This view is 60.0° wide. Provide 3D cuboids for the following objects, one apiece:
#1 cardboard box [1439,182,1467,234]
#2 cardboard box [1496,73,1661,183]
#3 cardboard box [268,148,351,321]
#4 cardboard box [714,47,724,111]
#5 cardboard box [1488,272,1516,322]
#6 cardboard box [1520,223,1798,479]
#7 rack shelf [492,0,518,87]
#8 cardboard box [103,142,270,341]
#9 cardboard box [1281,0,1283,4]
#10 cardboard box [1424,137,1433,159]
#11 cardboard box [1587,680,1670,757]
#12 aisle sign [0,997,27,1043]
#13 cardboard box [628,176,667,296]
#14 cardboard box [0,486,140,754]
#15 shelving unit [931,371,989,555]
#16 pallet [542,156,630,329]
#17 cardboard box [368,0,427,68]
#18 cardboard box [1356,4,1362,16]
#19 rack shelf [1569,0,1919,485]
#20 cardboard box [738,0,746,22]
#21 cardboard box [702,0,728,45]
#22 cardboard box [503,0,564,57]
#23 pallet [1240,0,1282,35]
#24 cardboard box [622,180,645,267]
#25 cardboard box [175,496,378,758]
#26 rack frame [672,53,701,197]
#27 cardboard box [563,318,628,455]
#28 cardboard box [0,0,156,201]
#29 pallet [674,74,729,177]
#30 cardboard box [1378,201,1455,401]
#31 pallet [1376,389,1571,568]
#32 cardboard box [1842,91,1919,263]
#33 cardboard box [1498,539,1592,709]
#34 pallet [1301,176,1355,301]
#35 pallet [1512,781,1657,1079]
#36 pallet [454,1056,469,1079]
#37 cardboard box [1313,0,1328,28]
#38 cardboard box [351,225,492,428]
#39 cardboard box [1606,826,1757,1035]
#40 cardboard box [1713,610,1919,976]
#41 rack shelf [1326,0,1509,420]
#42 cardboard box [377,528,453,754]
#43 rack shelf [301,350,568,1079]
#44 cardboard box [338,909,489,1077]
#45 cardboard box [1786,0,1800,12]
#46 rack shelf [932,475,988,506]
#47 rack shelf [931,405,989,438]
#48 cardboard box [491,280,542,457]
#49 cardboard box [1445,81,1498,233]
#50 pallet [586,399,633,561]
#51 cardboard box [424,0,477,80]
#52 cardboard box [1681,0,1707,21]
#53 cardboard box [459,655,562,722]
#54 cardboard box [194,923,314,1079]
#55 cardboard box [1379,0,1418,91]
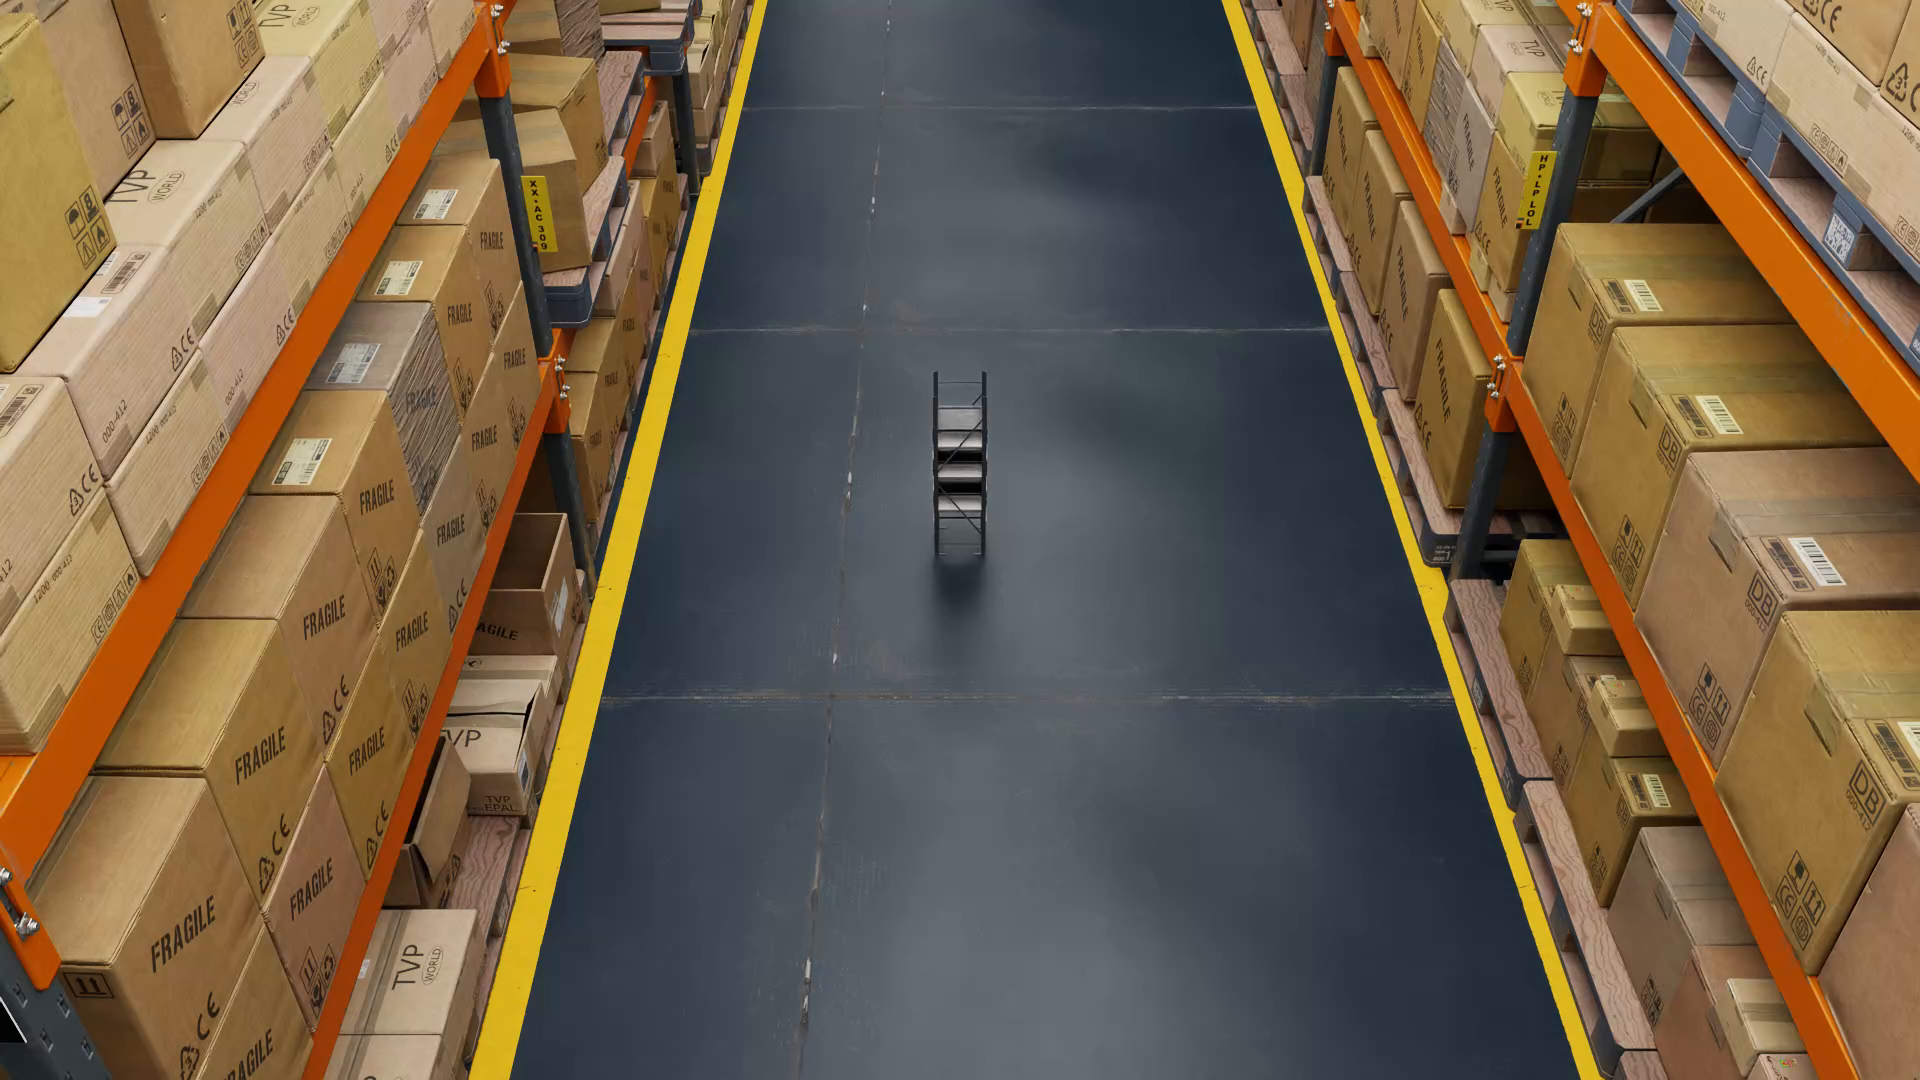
[{"bbox_3d":[2.446,-1.539,7.702,0.380,0.149,0.250,0,39,0],"label":"cardboard box"},{"bbox_3d":[2.511,-1.680,6.760,0.500,0.250,0.500,1,39,1],"label":"cardboard box"},{"bbox_3d":[-1.925,-0.797,4.312,0.500,0.250,0.500,0,39,0],"label":"cardboard box"},{"bbox_3d":[-1.899,-3.161,11.404,0.500,0.250,0.500,-1,39,-1],"label":"cardboard box"},{"bbox_3d":[2.484,-1.054,7.096,0.380,0.149,0.250,0,39,0],"label":"cardboard box"},{"bbox_3d":[2.752,-0.710,6.243,0.980,0.700,0.700,1,39,1],"label":"cardboard box"},{"bbox_3d":[-2.189,-3.067,7.601,1.077,0.370,4.000,0,39,0],"label":"rack shelf"},{"bbox_3d":[-1.923,-0.679,3.766,0.500,0.250,0.500,0,39,0],"label":"cardboard box"},{"bbox_3d":[2.826,-4.348,12.670,0.700,0.500,0.500,-1,39,-1],"label":"cardboard box"},{"bbox_3d":[2.537,-2.014,8.295,0.380,0.149,0.250,1,39,1],"label":"cardboard box"},{"bbox_3d":[2.484,0.634,5.950,0.380,0.149,0.250,-1,39,-1],"label":"cardboard box"},{"bbox_3d":[-1.888,0.603,2.766,0.394,0.787,0.004,0,39,0],"label":"aisle sign"},{"bbox_3d":[-1.955,-1.716,9.385,0.500,0.500,0.500,-1,39,-2],"label":"cardboard box"},{"bbox_3d":[-1.928,0.141,3.142,0.500,0.250,0.500,0,39,0],"label":"cardboard box"},{"bbox_3d":[0.000,-0.346,7.708,0.258,0.900,0.210,0,39,0],"label":"shelving unit"},{"bbox_3d":[-2.078,-1.352,7.437,1.003,0.211,1.213,0,39,0],"label":"pallet"},{"bbox_3d":[-1.917,-1.617,4.936,0.500,0.250,0.500,0,39,0],"label":"cardboard box"},{"bbox_3d":[2.531,-3.138,9.697,0.380,0.149,0.250,-1,39,-1],"label":"cardboard box"},{"bbox_3d":[2.770,-0.572,4.487,1.077,0.370,4.000,0,39,0],"label":"rack shelf"},{"bbox_3d":[-1.905,-4.125,12.607,0.500,0.250,0.500,1,39,1],"label":"cardboard box"},{"bbox_3d":[-1.905,-3.713,11.645,0.500,0.311,0.500,-1,39,-1],"label":"cardboard box"},{"bbox_3d":[-2.250,-2.234,7.969,0.700,0.500,0.500,-9,40,-11],"label":"cardboard box"},{"bbox_3d":[2.760,-4.360,13.268,1.003,0.211,1.213,0,39,0],"label":"pallet"},{"bbox_3d":[-1.945,-1.657,8.712,0.500,0.250,0.500,-1,39,-1],"label":"cardboard box"},{"bbox_3d":[-1.922,0.228,4.433,0.500,0.500,0.500,0,39,1],"label":"cardboard box"},{"bbox_3d":[-2.191,-3.428,9.875,1.000,3.000,0.127,0,39,0],"label":"rack frame"},{"bbox_3d":[-1.955,-0.759,8.191,0.500,0.500,0.500,0,39,1],"label":"cardboard box"},{"bbox_3d":[-2.222,-0.972,3.531,0.700,0.500,0.500,0,39,0],"label":"cardboard box"},{"bbox_3d":[-2.153,-2.855,11.389,1.003,0.211,1.213,0,39,0],"label":"pallet"},{"bbox_3d":[2.633,-1.220,8.502,0.750,0.750,0.750,1,39,1],"label":"cardboard box"},{"bbox_3d":[2.691,-0.327,8.235,1.003,0.211,1.213,0,39,0],"label":"pallet"},{"bbox_3d":[2.498,-0.855,3.969,0.500,0.250,0.500,-1,39,-1],"label":"cardboard box"},{"bbox_3d":[2.666,0.347,6.827,0.700,0.500,0.500,0,39,1],"label":"cardboard box"},{"bbox_3d":[2.688,-1.853,10.139,1.003,0.211,1.213,0,39,0],"label":"pallet"},{"bbox_3d":[2.694,1.396,6.085,1.003,0.211,1.213,0,39,0],"label":"pallet"},{"bbox_3d":[-2.184,2.117,5.185,1.003,0.211,1.213,0,39,0],"label":"pallet"},{"bbox_3d":[2.825,-3.403,11.490,0.700,0.500,0.500,0,39,0],"label":"cardboard box"},{"bbox_3d":[-1.924,-0.719,5.615,0.500,0.500,0.500,-1,39,-1],"label":"cardboard box"},{"bbox_3d":[2.669,1.315,5.619,0.700,0.500,0.500,-1,39,-2],"label":"cardboard box"},{"bbox_3d":[2.749,0.678,4.511,0.980,0.700,0.700,0,39,0],"label":"cardboard box"},{"bbox_3d":[2.765,-1.903,8.546,1.077,0.370,4.000,0,39,0],"label":"rack shelf"},{"bbox_3d":[-1.921,0.309,5.131,0.500,0.500,0.500,0,39,1],"label":"cardboard box"},{"bbox_3d":[-2.184,0.605,5.417,1.077,0.370,4.000,0,39,0],"label":"rack shelf"},{"bbox_3d":[-1.900,1.510,5.559,0.500,0.250,0.500,0,39,0],"label":"cardboard box"},{"bbox_3d":[2.495,-1.773,4.515,0.500,0.500,0.500,-1,39,-1],"label":"cardboard box"},{"bbox_3d":[0.000,-0.250,7.785,0.258,0.077,0.200,0,39,0],"label":"rack shelf"},{"bbox_3d":[0.000,-0.531,7.560,0.258,0.077,0.200,0,39,0],"label":"rack shelf"},{"bbox_3d":[-1.929,-0.653,6.332,0.500,0.500,0.500,1,39,1],"label":"cardboard box"},{"bbox_3d":[2.504,-1.703,7.388,0.500,0.500,0.500,0,39,0],"label":"cardboard box"},{"bbox_3d":[-2.225,-0.347,8.260,1.003,0.211,1.213,0,39,0],"label":"pallet"},{"bbox_3d":[-1.920,-1.735,5.483,0.500,0.250,0.500,0,39,0],"label":"cardboard box"},{"bbox_3d":[2.505,-1.815,5.167,0.500,0.250,0.500,0,39,0],"label":"cardboard box"},{"bbox_3d":[-1.842,0.605,6.770,0.380,0.149,0.250,0,39,0],"label":"cardboard box"},{"bbox_3d":[-1.919,1.258,3.947,0.500,0.500,0.500,1,39,1],"label":"cardboard box"},{"bbox_3d":[2.498,-2.655,8.576,0.500,0.500,0.500,0,39,0],"label":"cardboard box"}]
